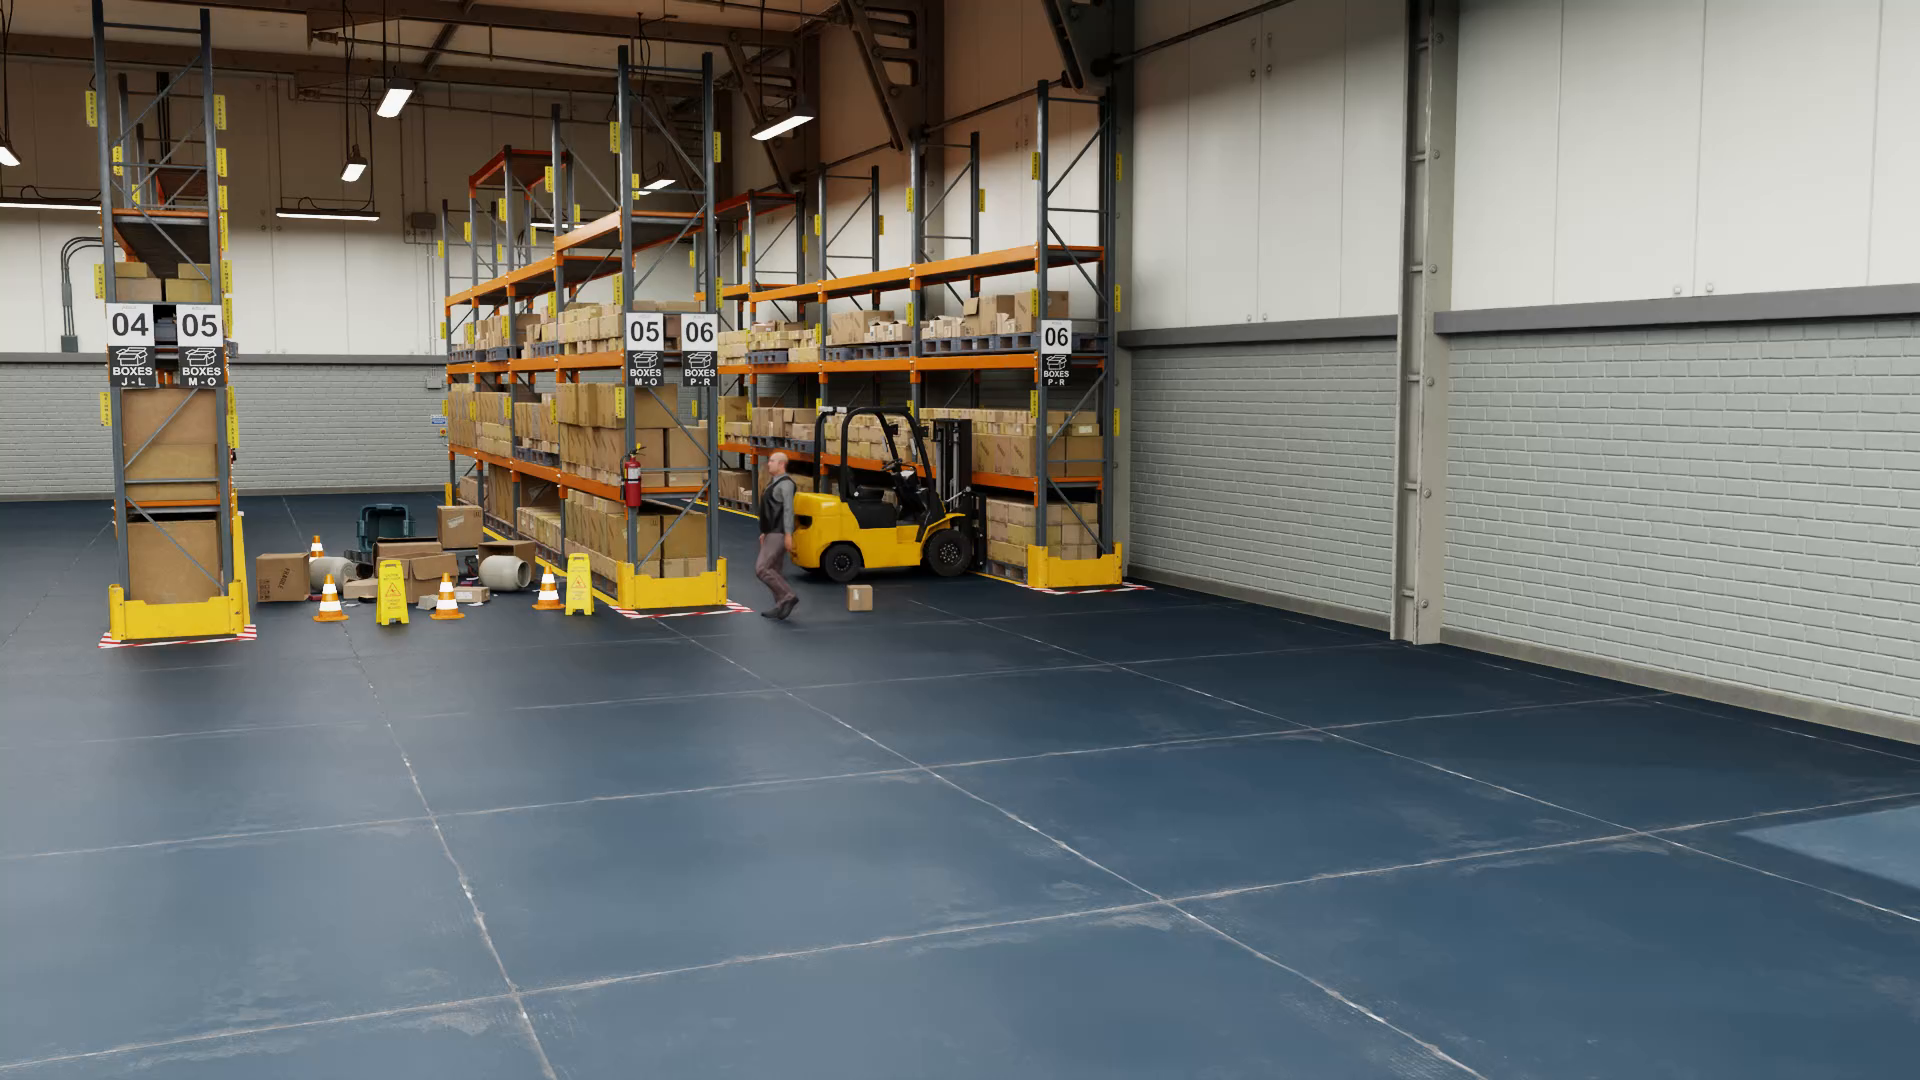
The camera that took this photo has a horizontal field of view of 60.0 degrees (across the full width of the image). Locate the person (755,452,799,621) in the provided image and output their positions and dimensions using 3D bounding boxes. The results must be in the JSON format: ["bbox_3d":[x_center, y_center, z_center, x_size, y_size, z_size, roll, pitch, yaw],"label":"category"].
[{"bbox_3d":[-1.914,-0.040,17.101,0.452,1.725,0.546,-2,6,-18],"label":"person"}]
